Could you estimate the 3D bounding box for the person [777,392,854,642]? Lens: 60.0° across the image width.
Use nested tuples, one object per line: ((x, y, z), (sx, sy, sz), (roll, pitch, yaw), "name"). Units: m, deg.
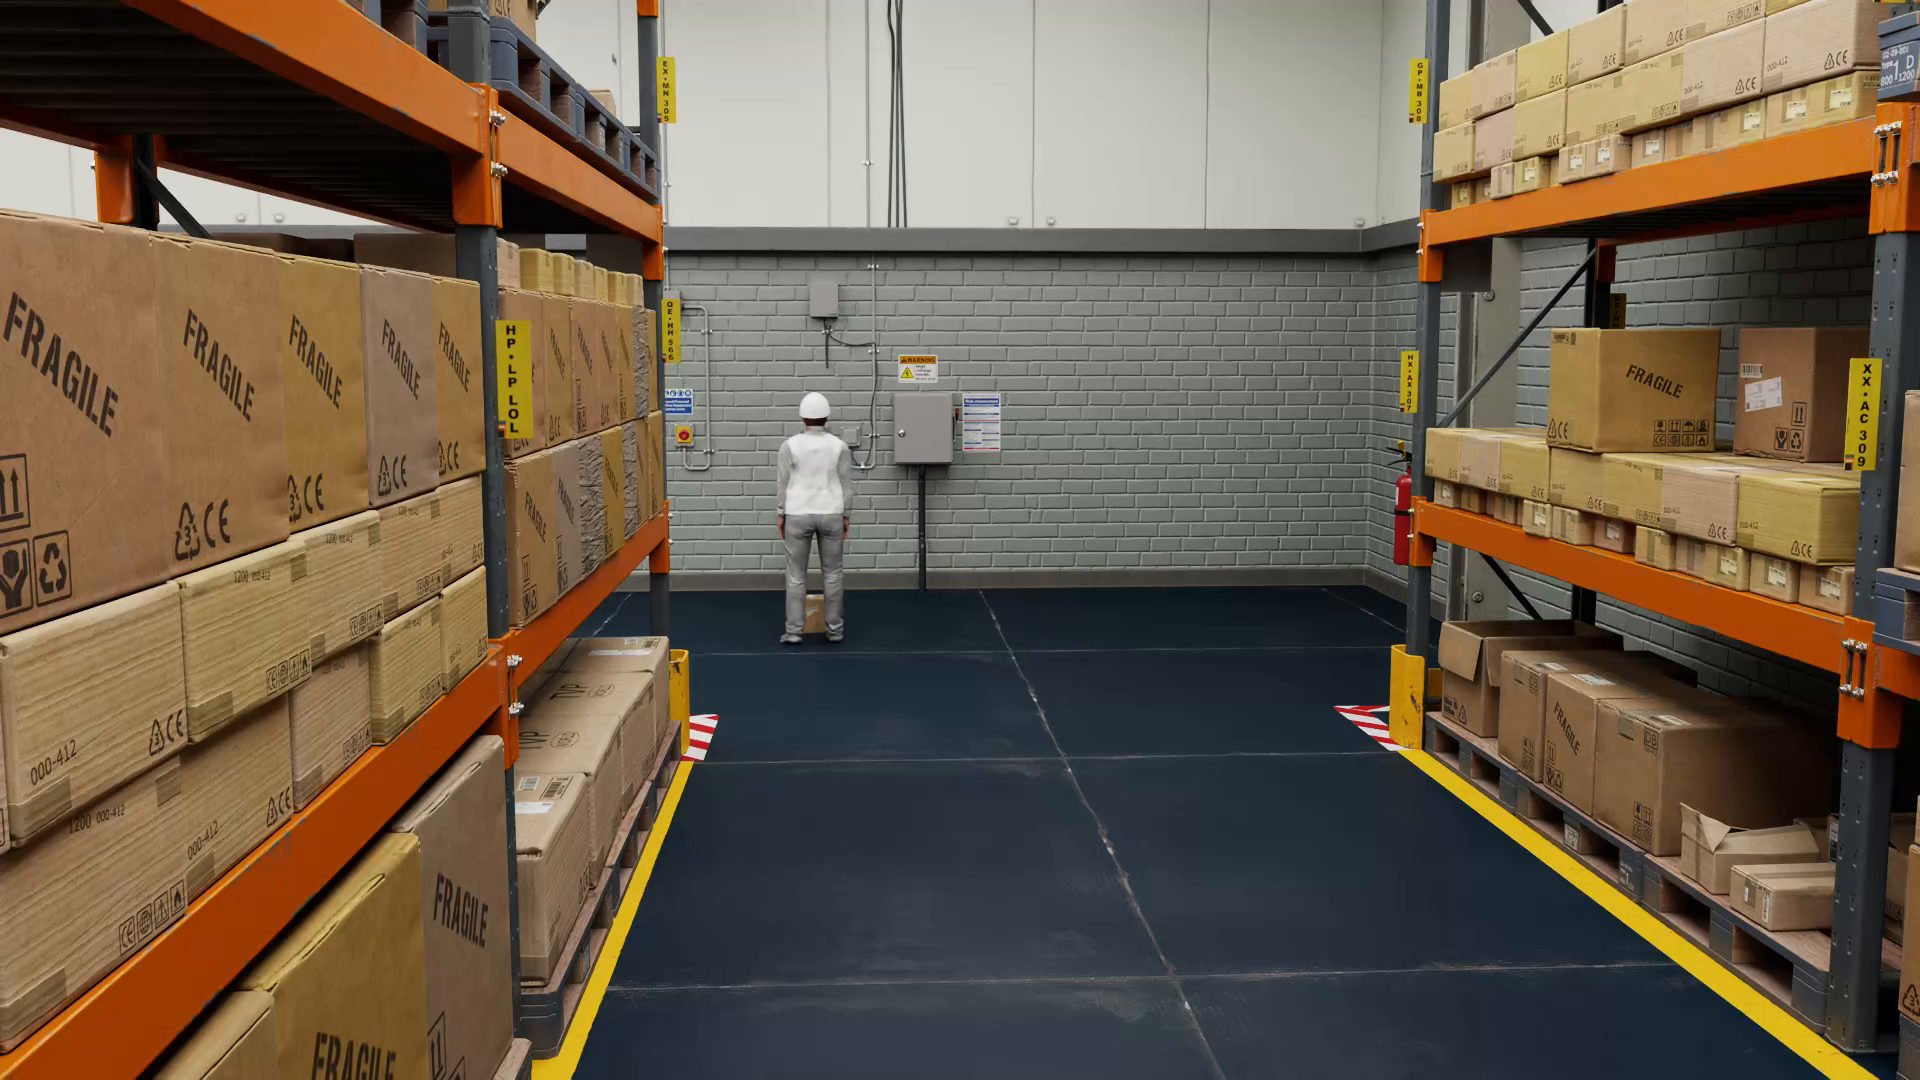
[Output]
((-1.032, -0.154, 11.868), (0.543, 1.798, 0.357), (-1, 7, -10), "person")
